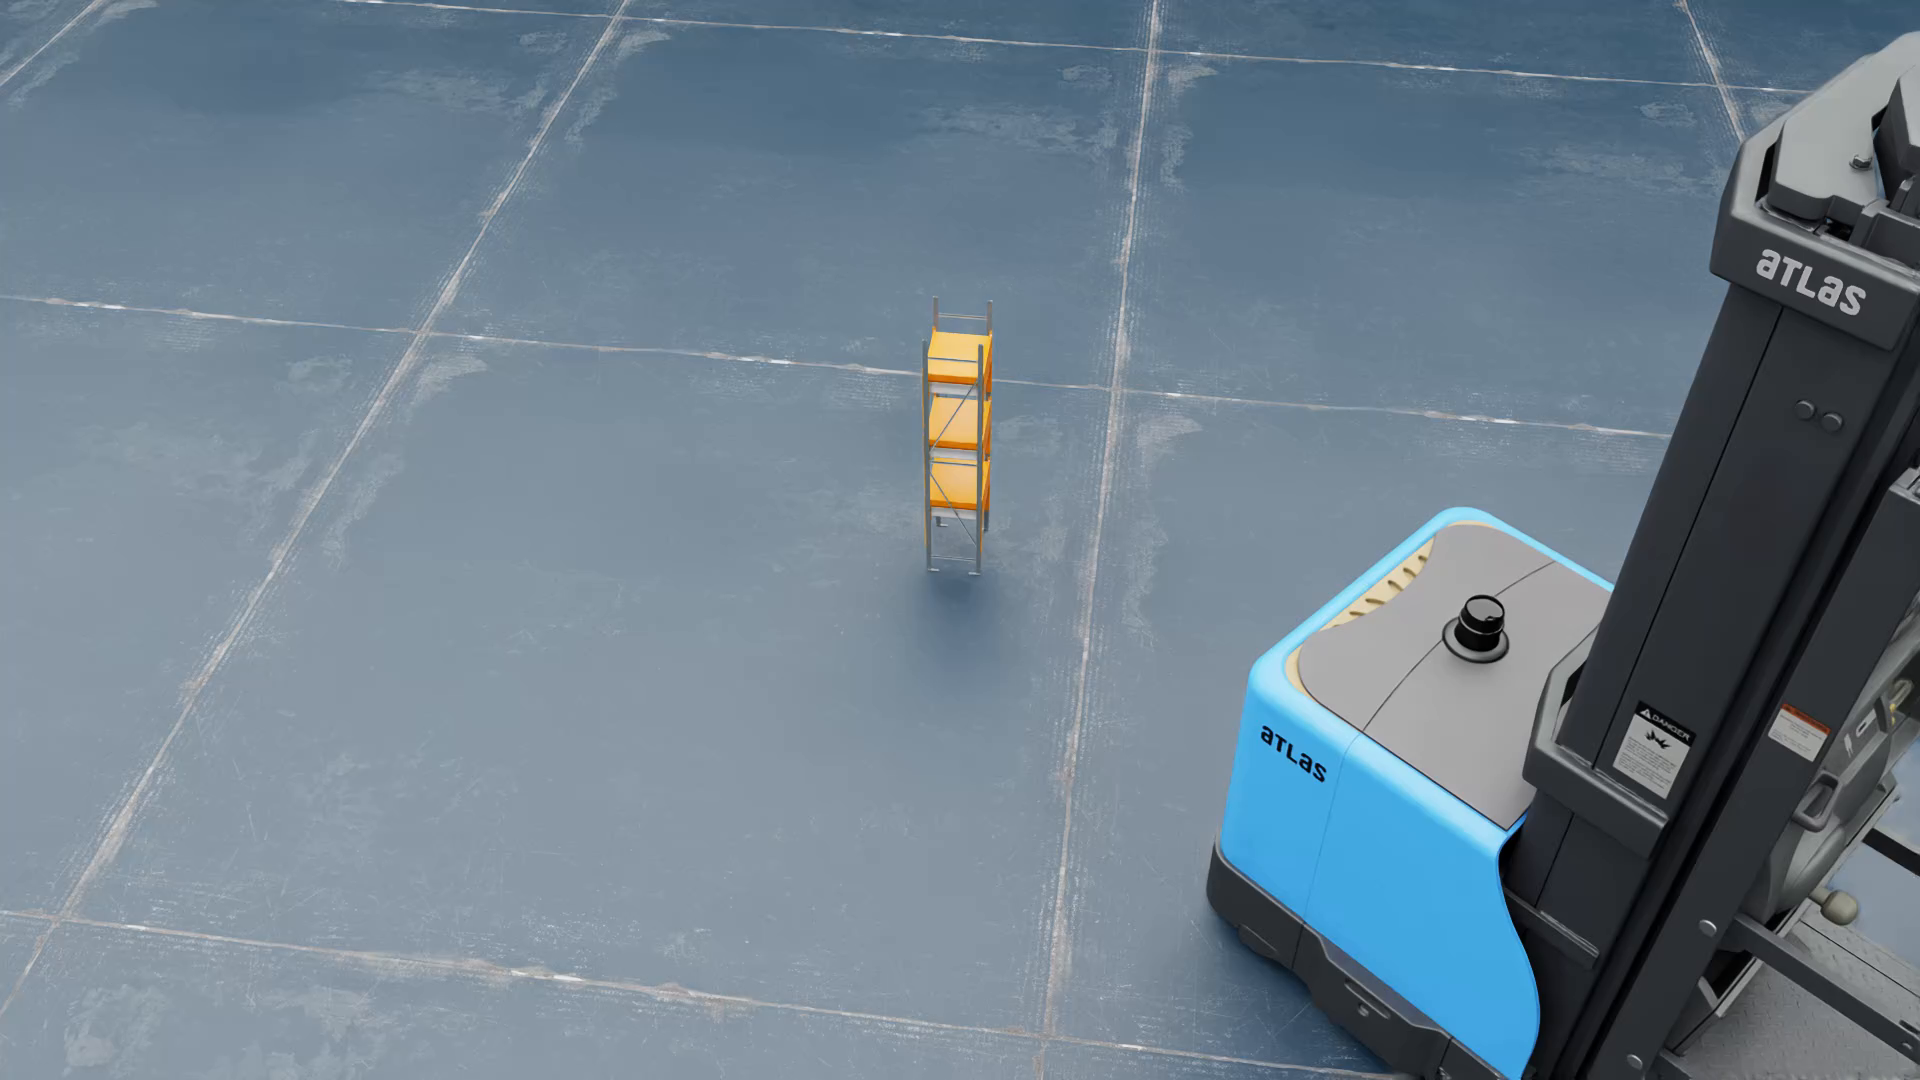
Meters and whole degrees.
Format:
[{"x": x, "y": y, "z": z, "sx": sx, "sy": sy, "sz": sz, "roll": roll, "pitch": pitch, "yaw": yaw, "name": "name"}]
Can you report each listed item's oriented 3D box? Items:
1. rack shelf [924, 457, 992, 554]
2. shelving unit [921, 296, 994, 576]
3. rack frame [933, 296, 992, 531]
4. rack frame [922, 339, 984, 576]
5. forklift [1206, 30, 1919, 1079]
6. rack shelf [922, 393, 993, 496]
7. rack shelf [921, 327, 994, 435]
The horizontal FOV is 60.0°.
[{"x": -0.007, "y": -0.135, "z": 6.049, "sx": 0.215, "sy": 0.259, "sz": 0.240, "roll": 5, "pitch": 44, "yaw": 6, "name": "rack shelf"}, {"x": -0.007, "y": -0.345, "z": 5.851, "sx": 0.215, "sy": 1.050, "sz": 0.252, "roll": 5, "pitch": 44, "yaw": 6, "name": "shelving unit"}, {"x": 0.009, "y": -0.428, "z": 5.938, "sx": 0.200, "sy": 1.050, "sz": 0.008, "roll": 5, "pitch": 44, "yaw": 6, "name": "rack frame"}, {"x": -0.023, "y": -0.262, "z": 5.763, "sx": 0.200, "sy": 1.050, "sz": 0.008, "roll": 5, "pitch": 44, "yaw": 6, "name": "rack frame"}, {"x": 2.124, "y": 0.556, "z": 3.531, "sx": 1.130, "sy": 2.935, "sz": 3.031, "roll": -33, "pitch": 53, "yaw": -30, "name": "forklift"}, {"x": -0.007, "y": -0.337, "z": 5.858, "sx": 0.215, "sy": 0.259, "sz": 0.240, "roll": 5, "pitch": 44, "yaw": 6, "name": "rack shelf"}, {"x": -0.007, "y": -0.543, "z": 5.663, "sx": 0.215, "sy": 0.259, "sz": 0.240, "roll": 5, "pitch": 44, "yaw": 6, "name": "rack shelf"}]
